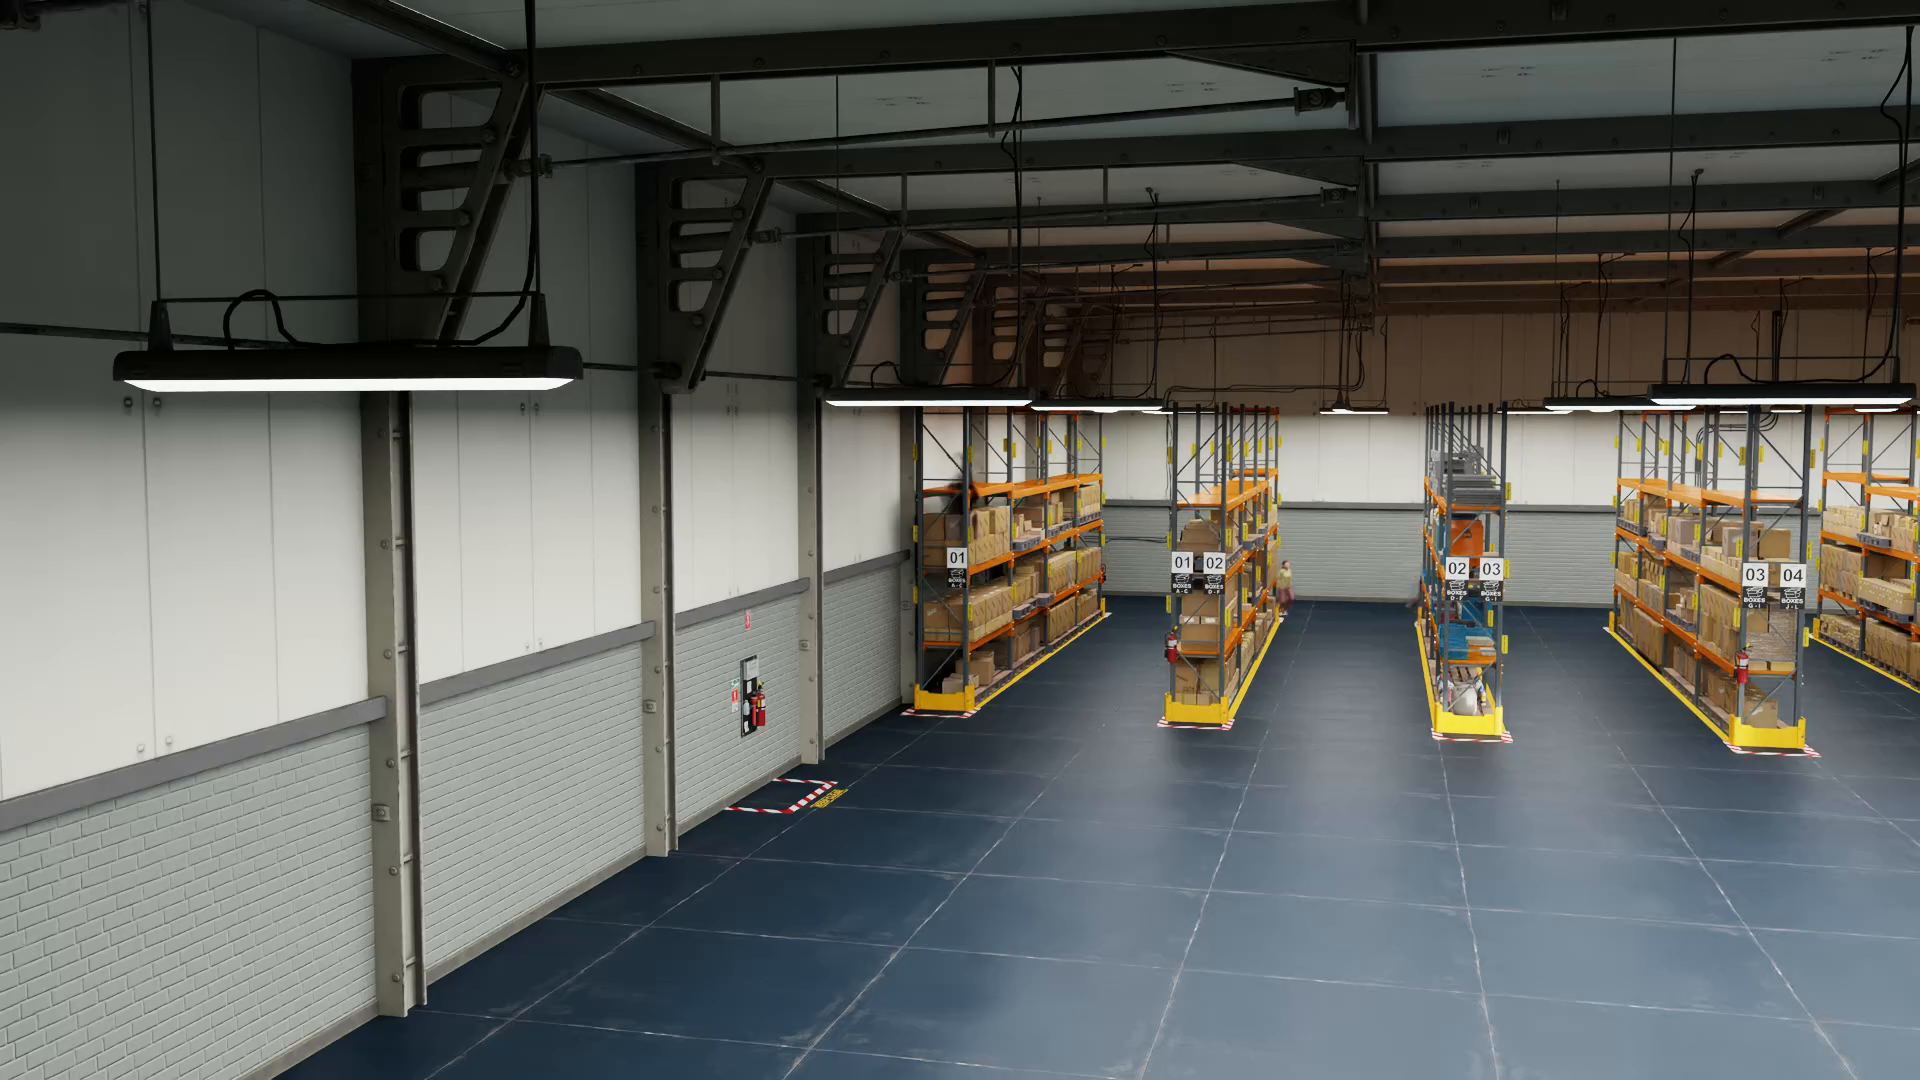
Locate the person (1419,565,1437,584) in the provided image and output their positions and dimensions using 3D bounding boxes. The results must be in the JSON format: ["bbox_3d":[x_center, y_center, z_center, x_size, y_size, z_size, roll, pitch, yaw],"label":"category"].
[{"bbox_3d":[13.552,0.949,47.961,0.598,0.814,0.706,2,5,25],"label":"person"}]

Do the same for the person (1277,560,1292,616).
[{"bbox_3d":[9.327,1.380,47.754,0.536,1.622,0.695,-2,5,-25],"label":"person"}]
